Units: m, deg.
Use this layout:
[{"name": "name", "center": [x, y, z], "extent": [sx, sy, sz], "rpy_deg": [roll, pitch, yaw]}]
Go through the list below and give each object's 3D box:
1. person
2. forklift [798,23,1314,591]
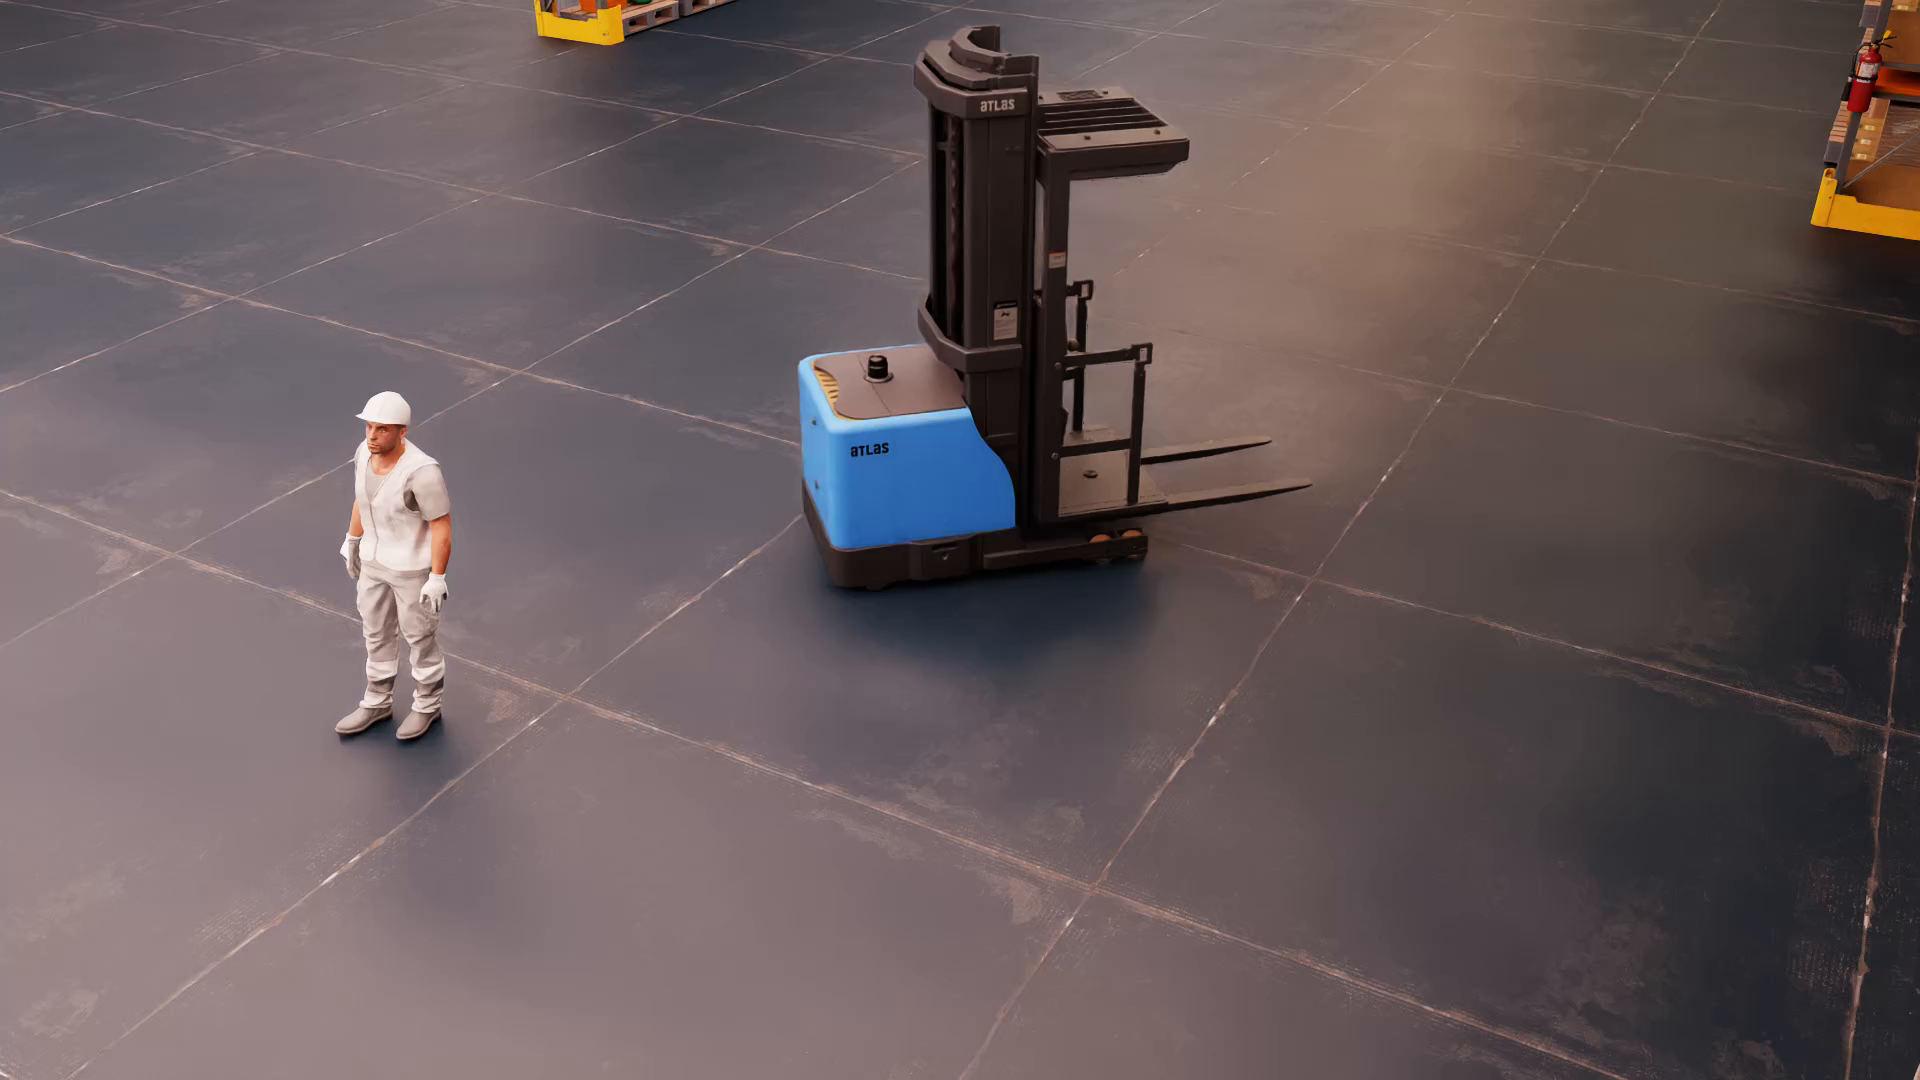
[{"name": "person", "center": [-2.735, 0.152, 7.936], "extent": [0.638, 1.787, 0.564], "rpy_deg": [16, 34, 26]}, {"name": "forklift", "center": [0.614, -1.379, 9.461], "extent": [3.031, 2.935, 1.130], "rpy_deg": [-8, 31, -13]}]
